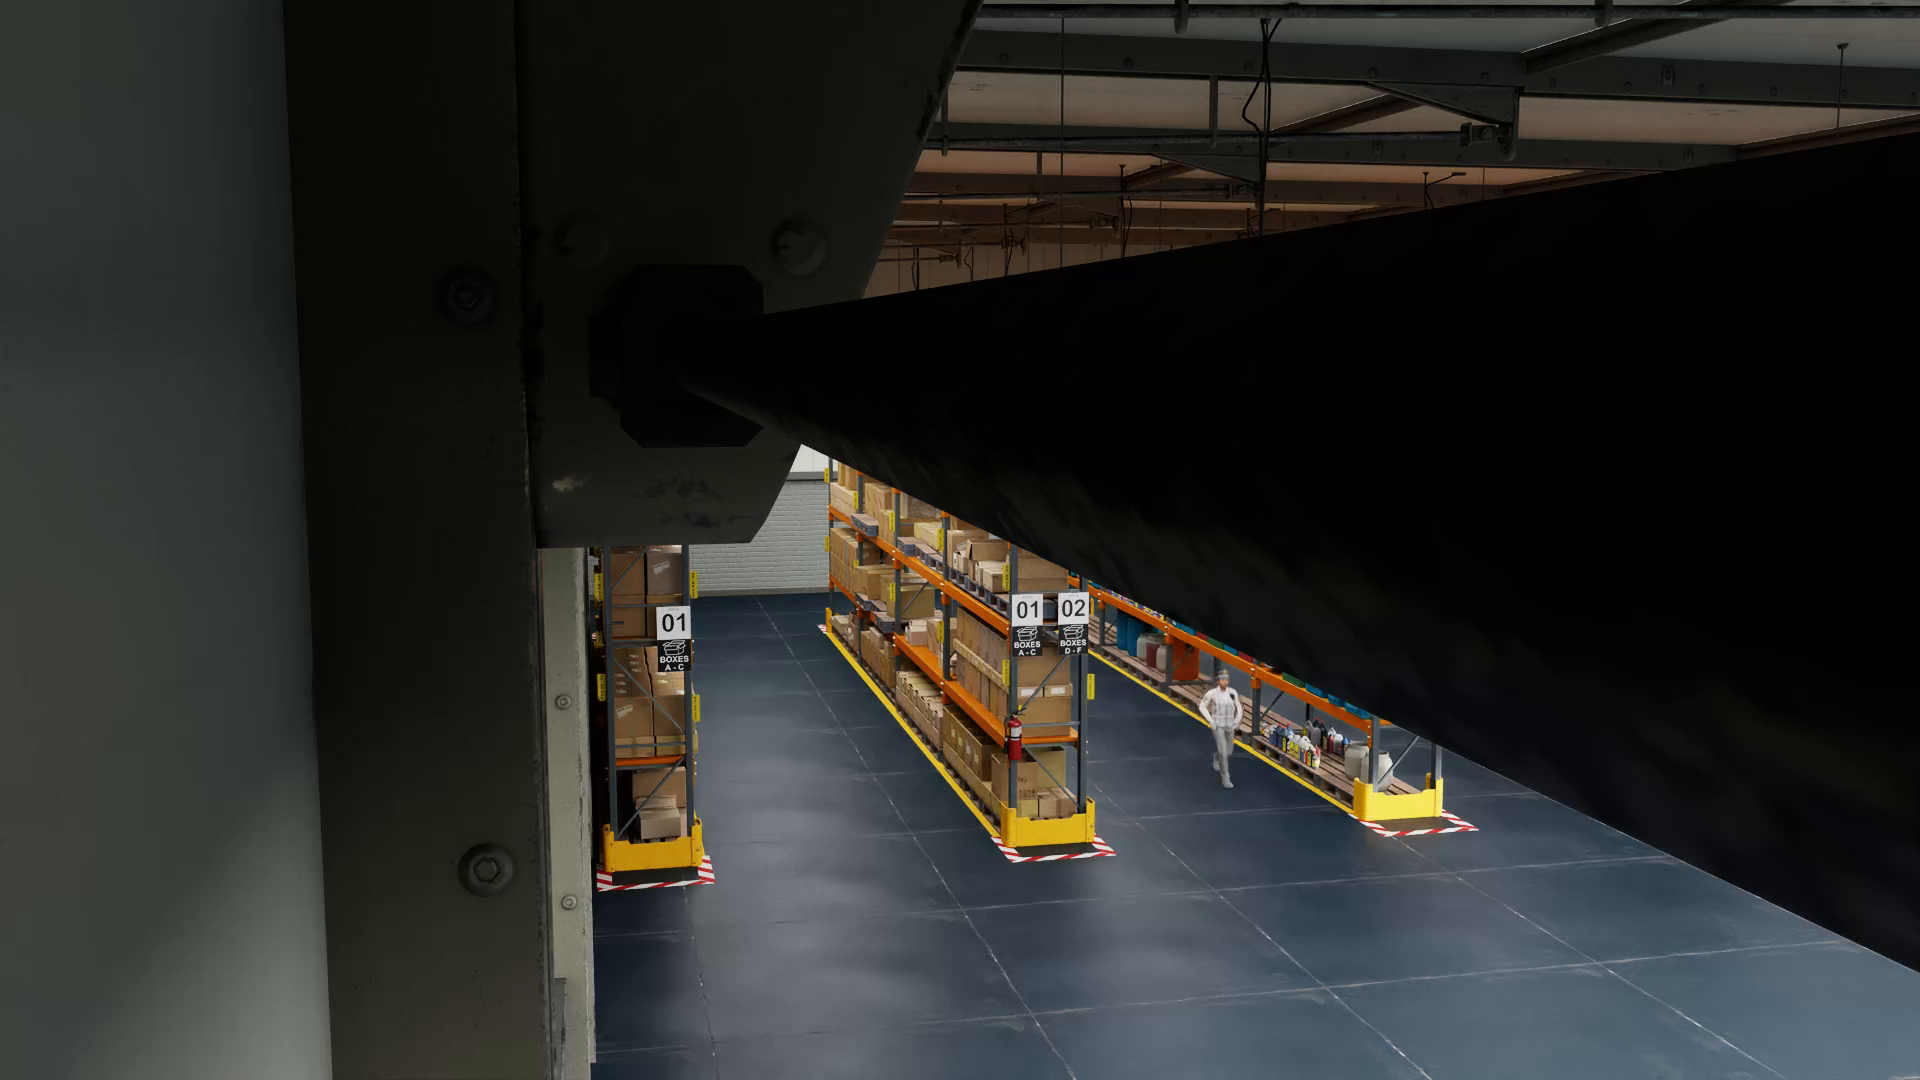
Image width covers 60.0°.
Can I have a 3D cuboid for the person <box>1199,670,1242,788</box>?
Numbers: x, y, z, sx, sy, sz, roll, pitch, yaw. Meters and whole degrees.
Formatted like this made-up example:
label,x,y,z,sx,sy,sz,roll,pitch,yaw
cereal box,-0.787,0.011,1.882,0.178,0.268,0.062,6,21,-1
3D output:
label,x,y,z,sx,sy,sz,roll,pitch,yaw
person,3.754,2.668,23.898,0.635,1.670,0.781,-2,7,-14
